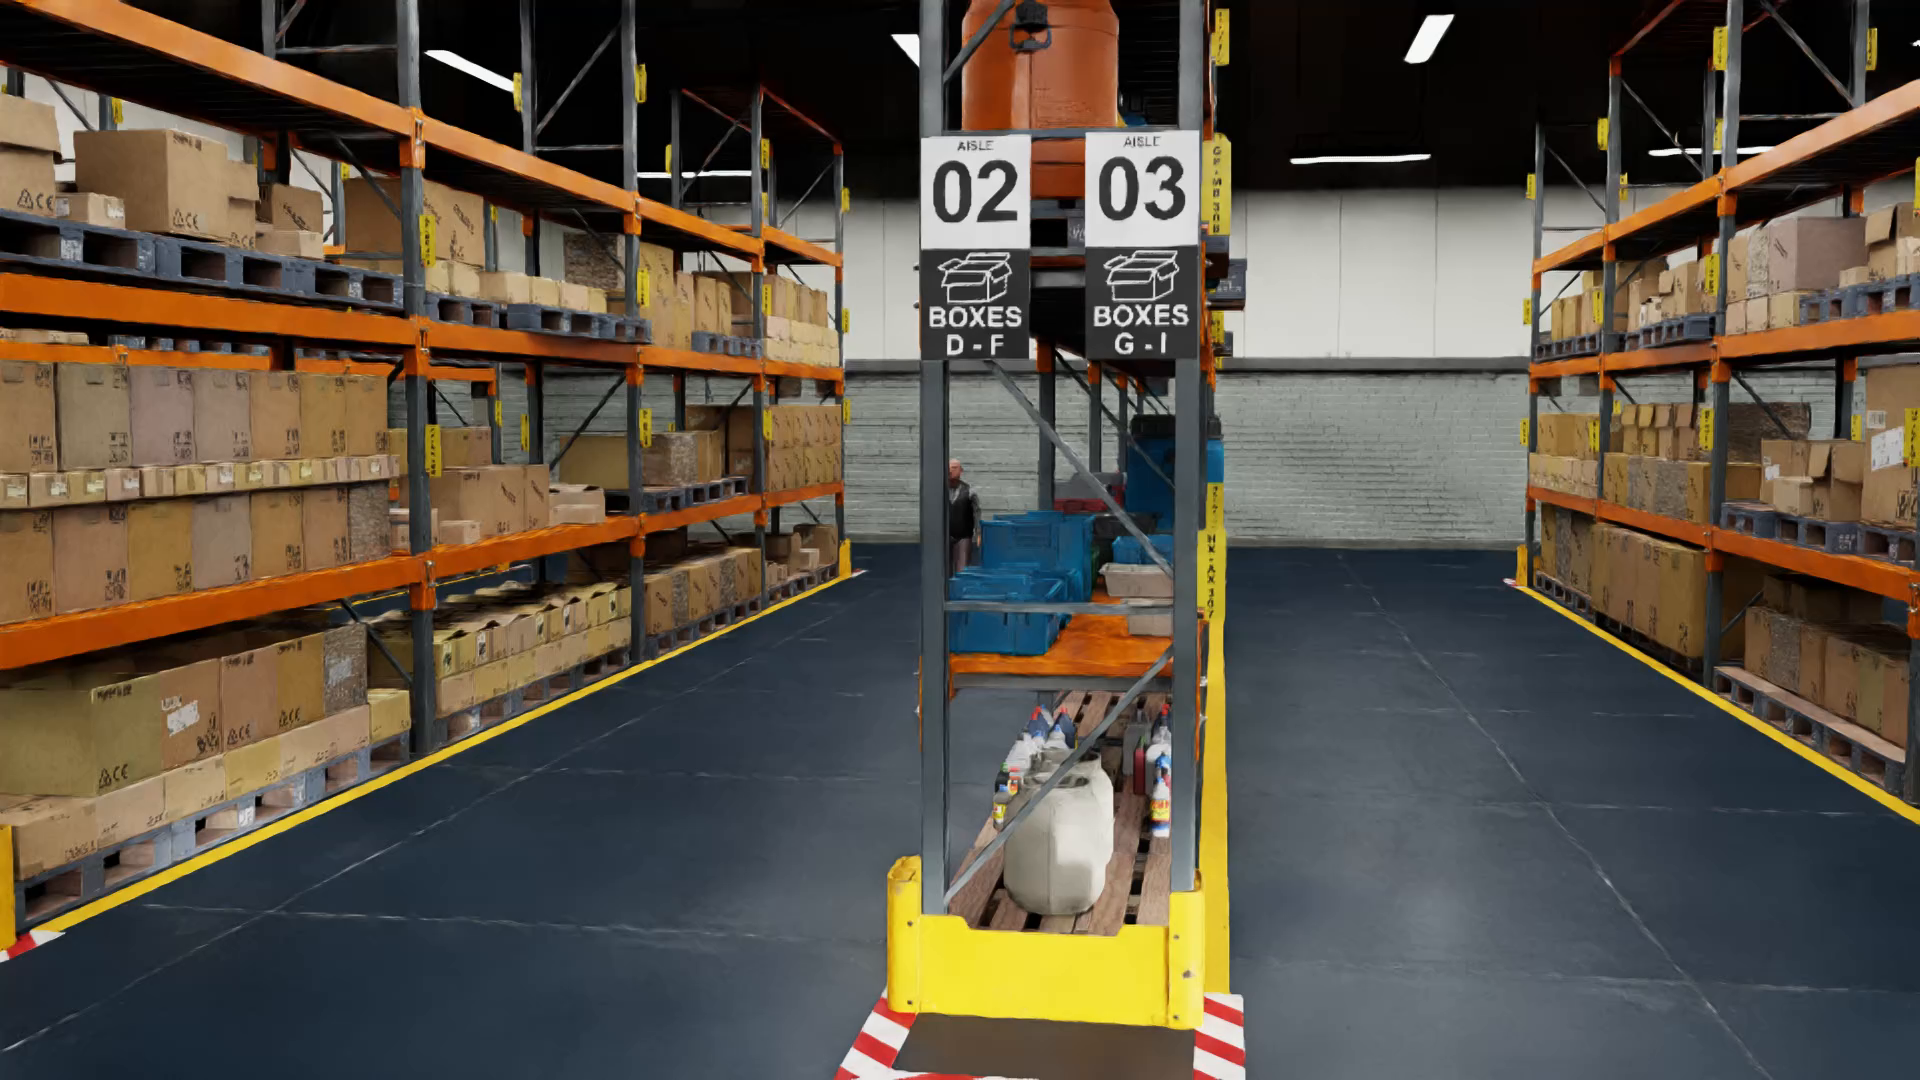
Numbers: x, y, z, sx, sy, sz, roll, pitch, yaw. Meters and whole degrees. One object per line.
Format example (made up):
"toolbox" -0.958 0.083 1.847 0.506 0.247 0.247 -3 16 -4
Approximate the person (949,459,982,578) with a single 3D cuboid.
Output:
"person" -0.066 0.014 17.651 0.642 1.745 0.739 0 4 3
